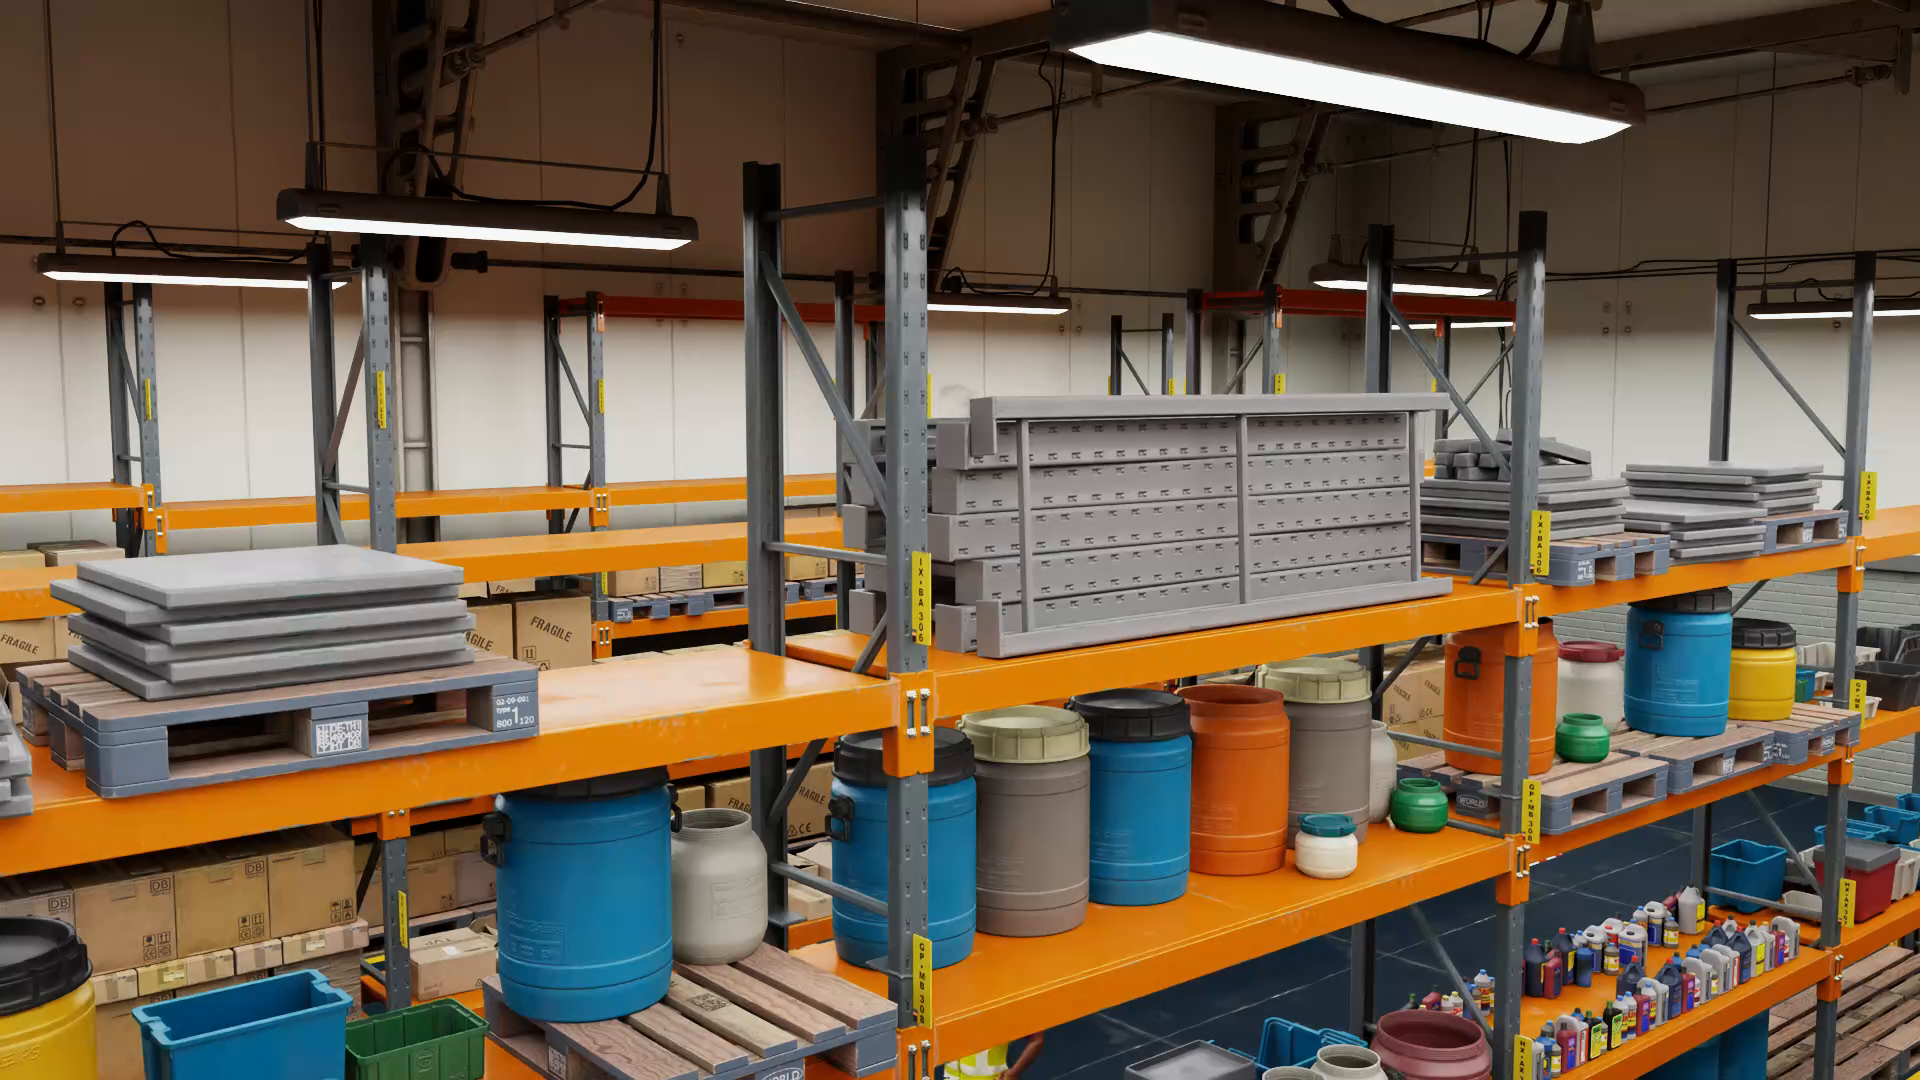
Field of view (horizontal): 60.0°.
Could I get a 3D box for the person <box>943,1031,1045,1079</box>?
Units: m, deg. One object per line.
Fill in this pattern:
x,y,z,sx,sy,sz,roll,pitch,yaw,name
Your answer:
0.067,3.329,10.065,0.680,1.754,0.629,5,8,43,person
